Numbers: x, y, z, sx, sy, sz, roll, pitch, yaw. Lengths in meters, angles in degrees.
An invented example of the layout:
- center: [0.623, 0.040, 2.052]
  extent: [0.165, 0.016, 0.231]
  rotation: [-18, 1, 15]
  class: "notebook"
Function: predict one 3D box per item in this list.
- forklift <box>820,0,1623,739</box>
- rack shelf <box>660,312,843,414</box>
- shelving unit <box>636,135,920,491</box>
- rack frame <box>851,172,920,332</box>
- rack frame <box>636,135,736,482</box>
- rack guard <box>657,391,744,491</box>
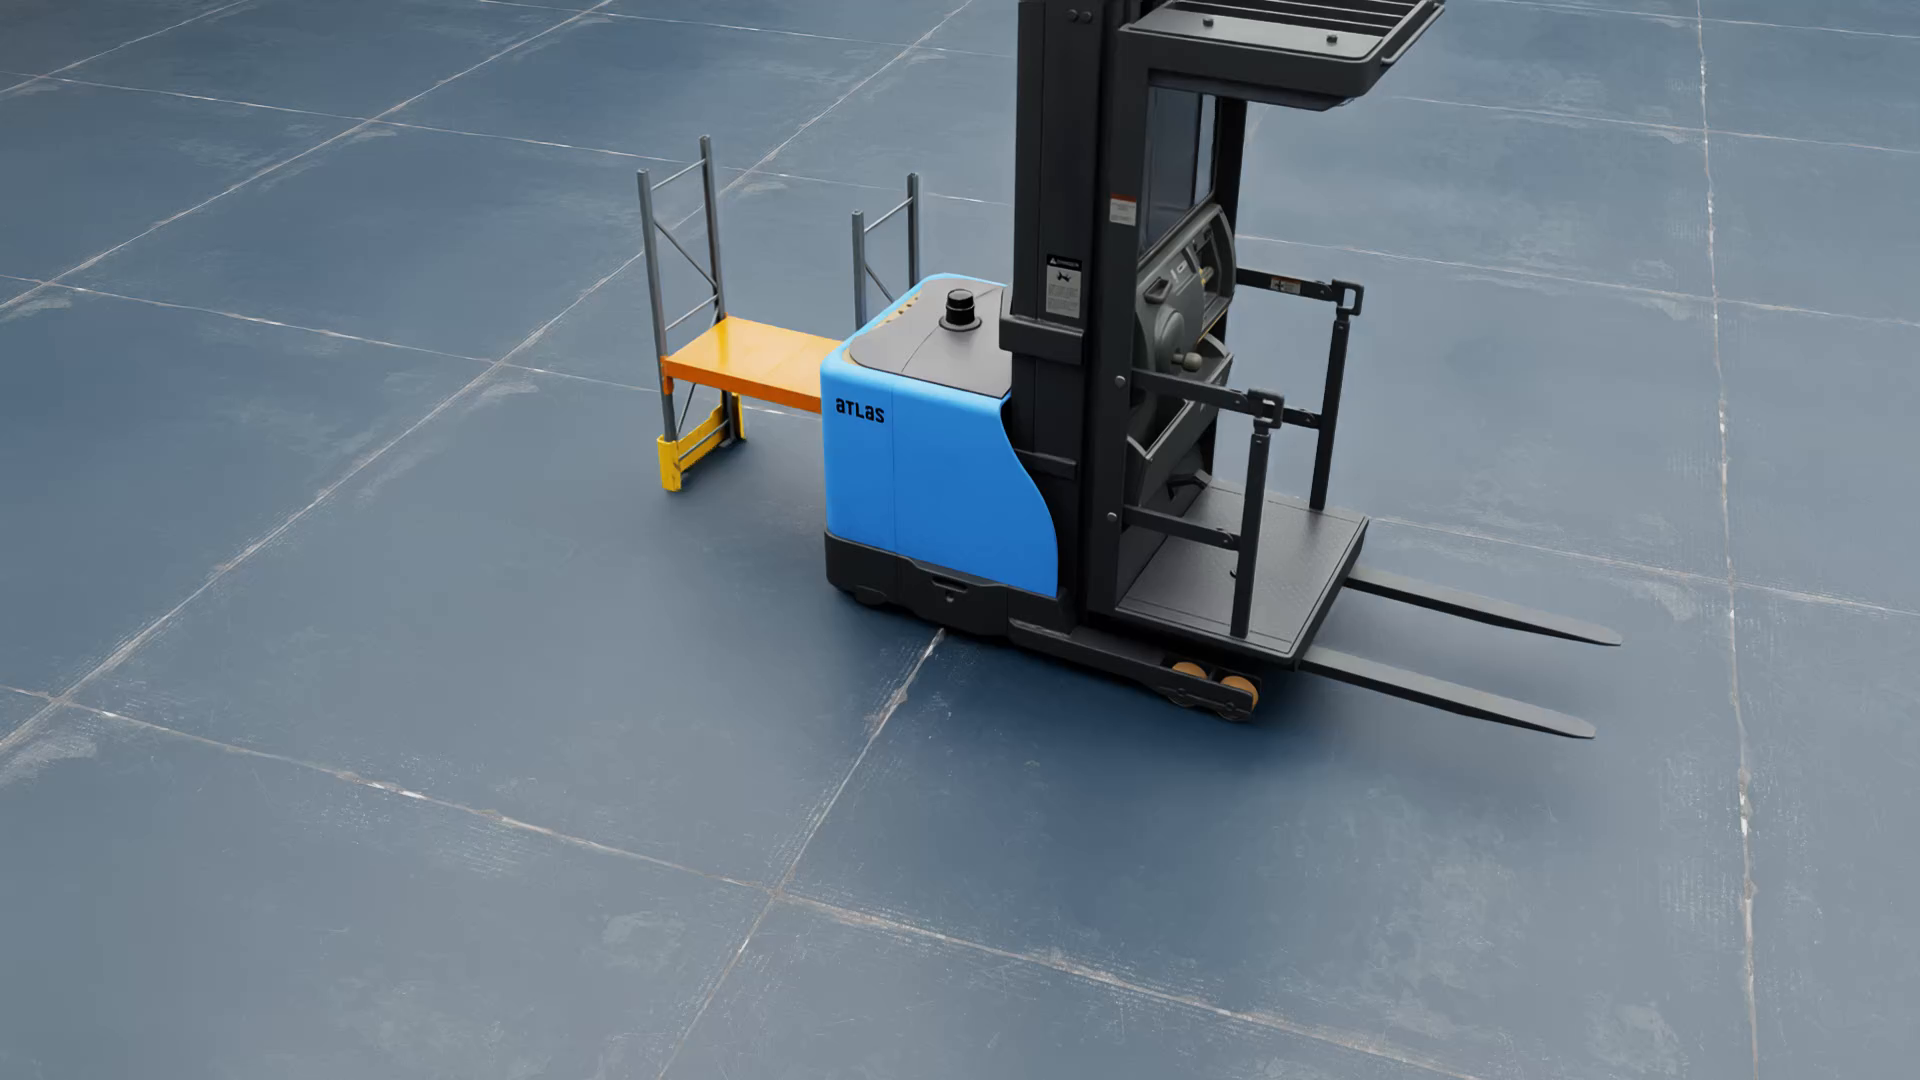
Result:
- center: [0.998, -0.886, 5.920]
  extent: [3.031, 2.935, 1.130]
  rotation: [15, 36, 22]
  class: "forklift"
- center: [-0.750, -0.727, 7.325]
  extent: [1.000, 0.185, 0.538]
  rotation: [15, 36, 22]
  class: "rack shelf"
- center: [-0.758, -0.880, 7.231]
  extent: [1.083, 1.500, 0.587]
  rotation: [15, 36, 22]
  class: "shelving unit"
- center: [-0.296, -0.754, 7.036]
  extent: [0.032, 1.500, 0.500]
  rotation: [15, 36, 22]
  class: "rack frame"
- center: [-1.204, -1.002, 7.419]
  extent: [0.032, 1.500, 0.500]
  rotation: [15, 36, 22]
  class: "rack frame"
- center: [-1.203, -0.477, 7.758]
  extent: [0.087, 0.250, 0.587]
  rotation: [15, 36, 22]
  class: "rack guard"
